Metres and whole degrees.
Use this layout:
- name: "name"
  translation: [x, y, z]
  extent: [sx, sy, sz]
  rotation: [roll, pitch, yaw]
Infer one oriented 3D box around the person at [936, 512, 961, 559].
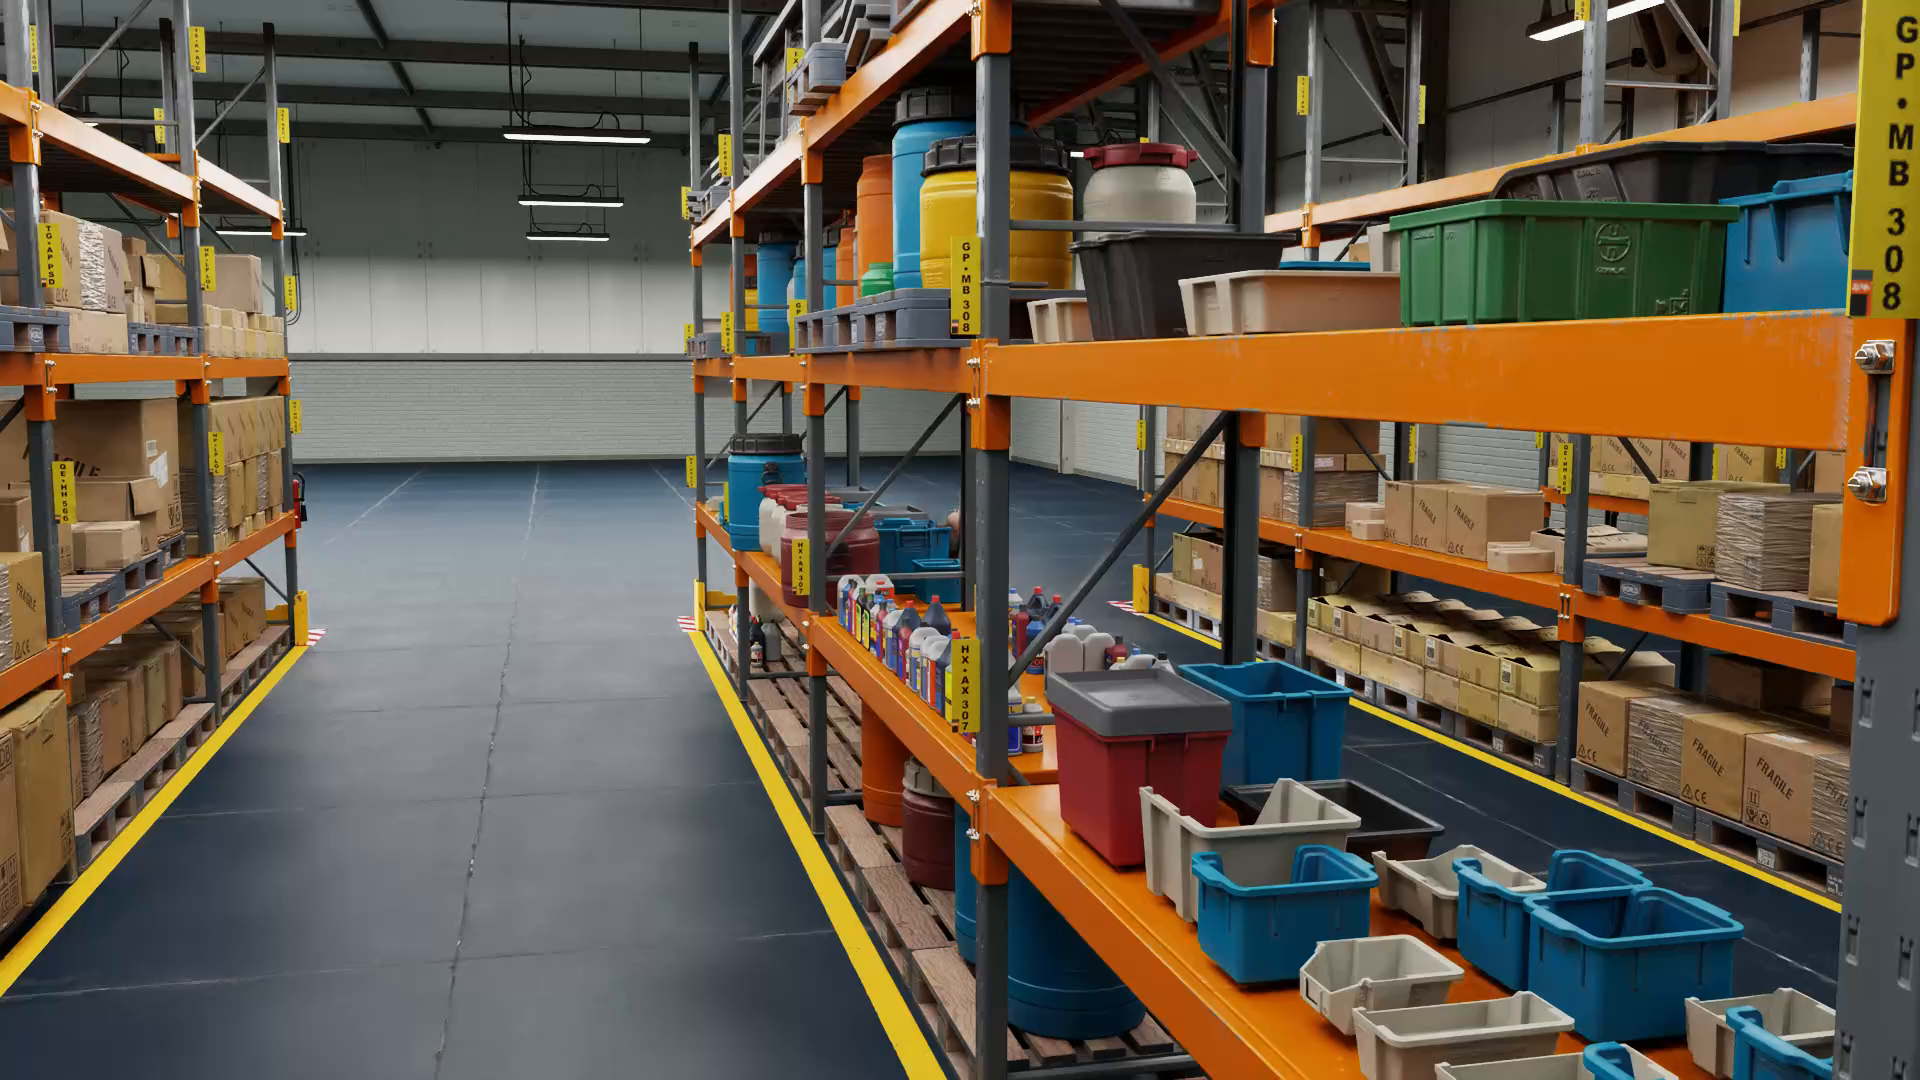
- name: "person"
  translation: [-0.127, 0.342, 16.755]
  extent: [0.634, 1.306, 0.776]
  rotation: [-1, 6, -14]
